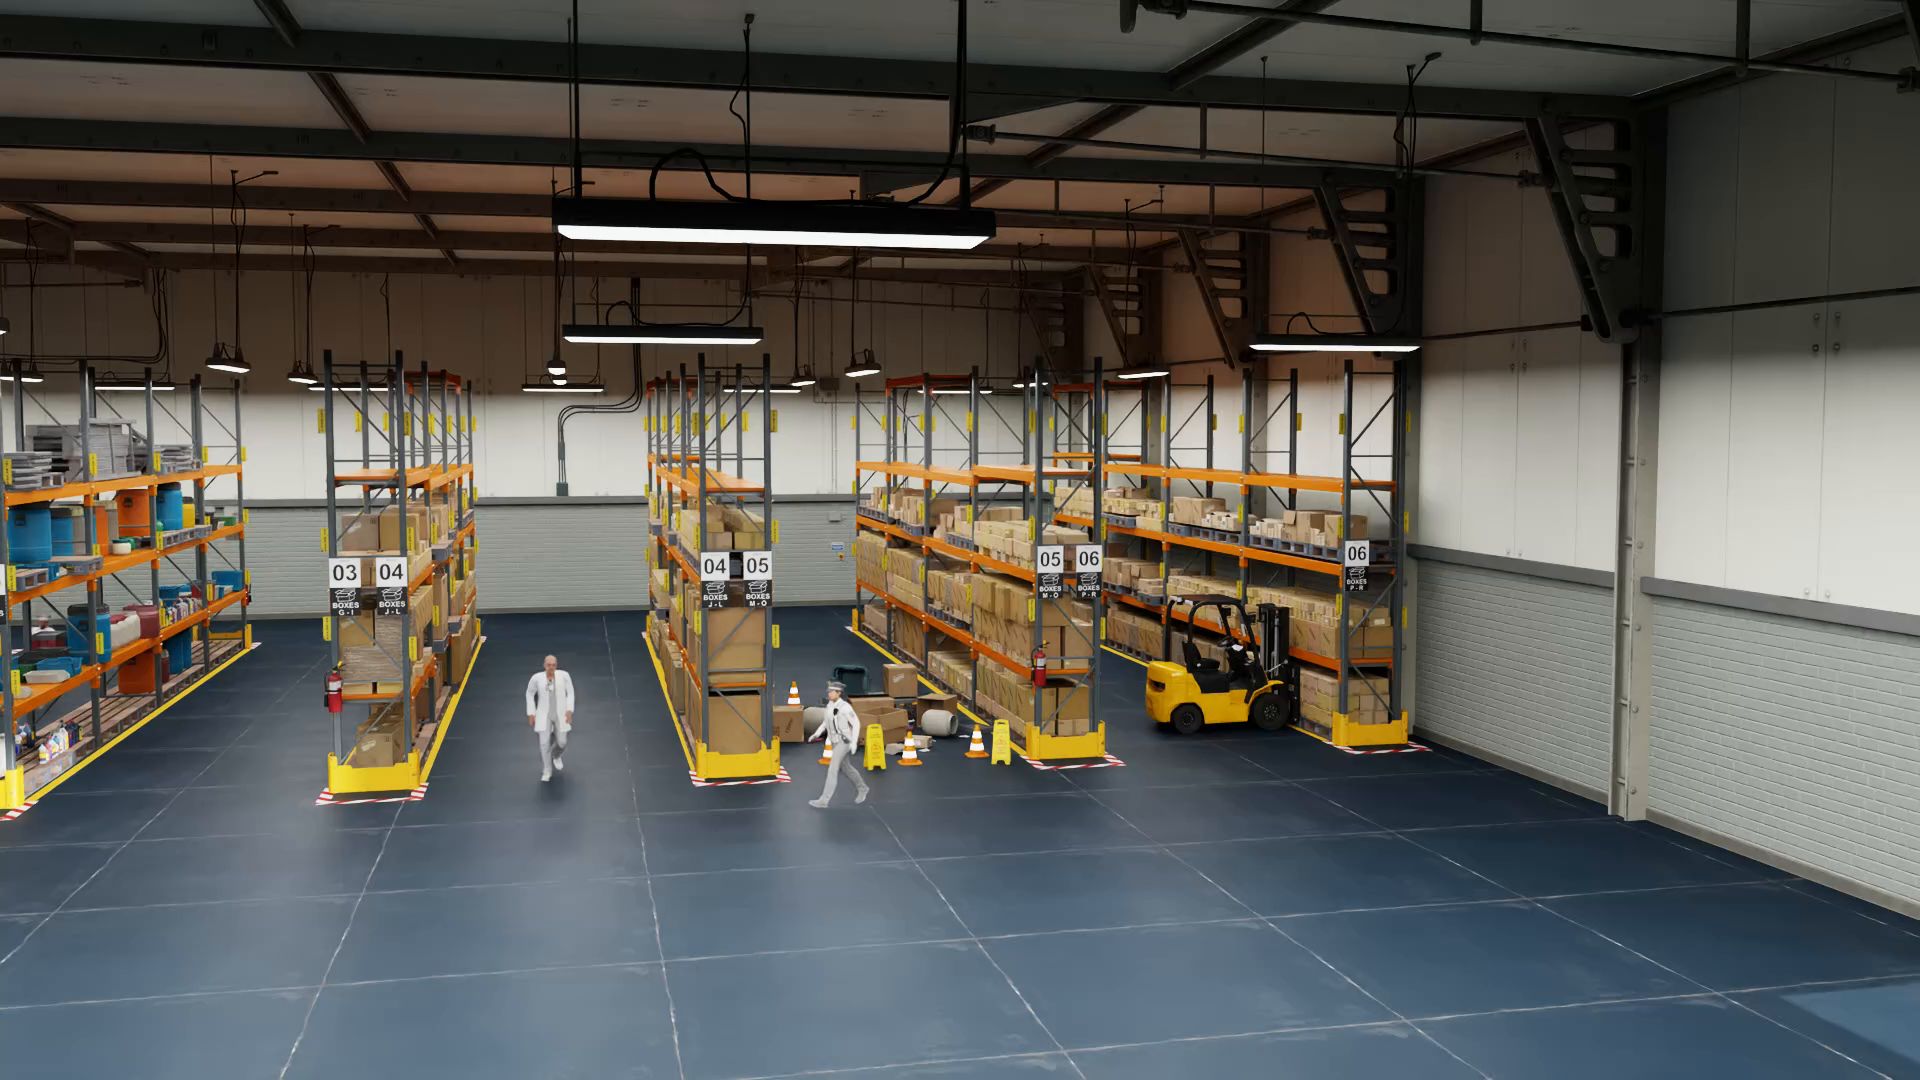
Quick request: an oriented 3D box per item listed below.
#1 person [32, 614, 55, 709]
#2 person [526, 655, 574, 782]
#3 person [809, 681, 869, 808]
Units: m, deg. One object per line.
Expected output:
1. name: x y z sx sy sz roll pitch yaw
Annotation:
1. person: -16.317 2.135 29.562 0.538 1.671 0.786 -1 4 -18
2. person: -5.819 2.491 23.608 0.667 1.763 0.752 -1 4 -19
3. person: -1.604 2.669 21.789 1.001 1.678 0.539 -2 5 -30
